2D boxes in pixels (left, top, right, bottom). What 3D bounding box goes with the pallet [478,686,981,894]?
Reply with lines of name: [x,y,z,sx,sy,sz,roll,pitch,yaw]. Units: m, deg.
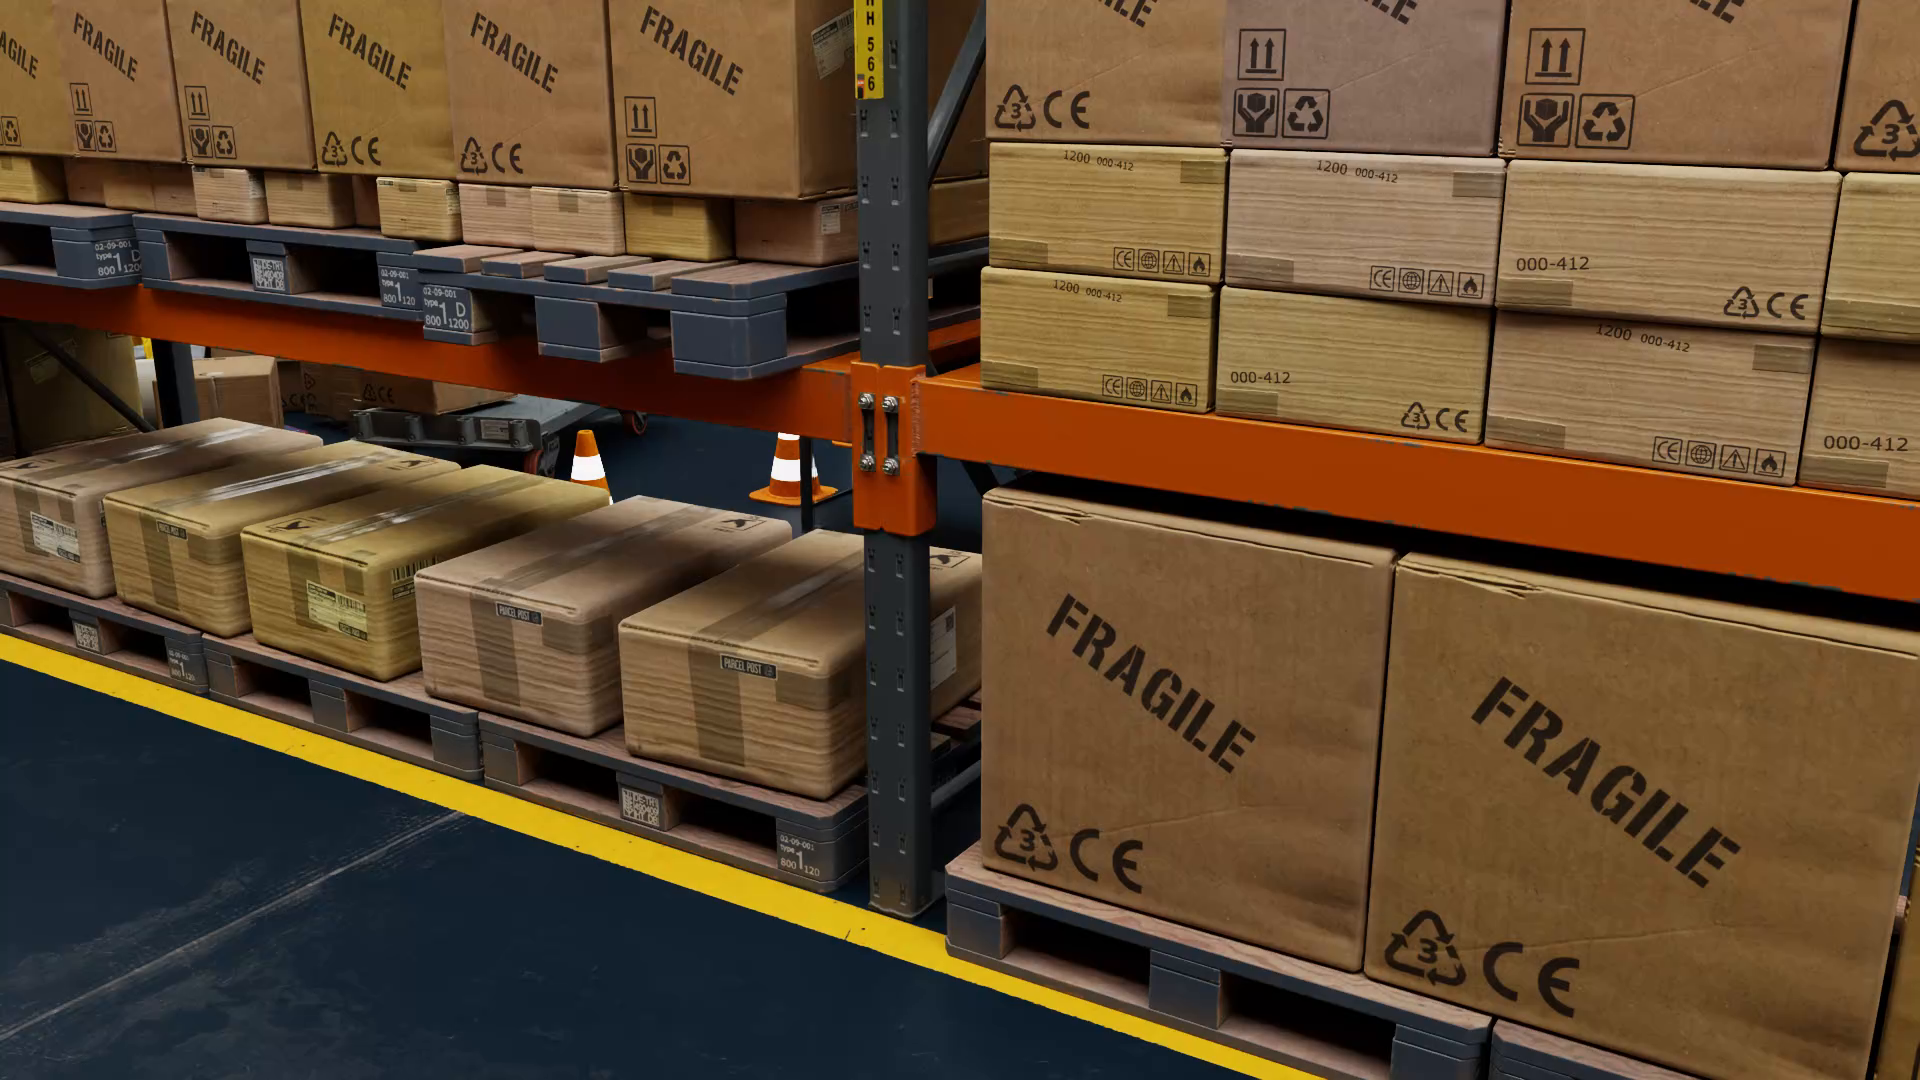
pallet: [-0.569,0.549,4.712,1.213,0.211,1.003,10,20,30]

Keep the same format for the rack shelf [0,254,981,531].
rack shelf: [-1.608,-0.626,5.020,4.000,0.370,1.077,10,20,30]

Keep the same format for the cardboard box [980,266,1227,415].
cardboard box: [0.381,-0.458,3.486,0.500,0.250,0.500,10,19,29]

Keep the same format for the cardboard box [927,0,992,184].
cardboard box: [-0.167,-1.183,4.209,0.500,0.500,0.500,9,19,29]

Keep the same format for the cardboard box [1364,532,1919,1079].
cardboard box: [1.399,0.412,3.298,0.875,0.875,0.875,10,20,31]

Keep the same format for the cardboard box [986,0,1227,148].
cardboard box: [0.388,-1.057,3.308,0.500,0.500,0.500,9,19,28]

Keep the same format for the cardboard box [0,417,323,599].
cardboard box: [-2.864,-0.139,5.977,0.625,0.372,0.950,10,20,31]

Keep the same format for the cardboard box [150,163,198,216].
cardboard box: [-2.110,-1.041,4.858,0.250,0.149,0.380,10,20,30]

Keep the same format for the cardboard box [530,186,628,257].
cardboard box: [-0.811,-0.789,4.027,0.250,0.149,0.380,10,20,30]

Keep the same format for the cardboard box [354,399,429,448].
cardboard box: [-2.884,-0.622,8.472,0.396,0.266,0.258,-2,17,-8]

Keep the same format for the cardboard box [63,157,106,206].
cardboard box: [-2.517,-1.129,5.146,0.250,0.149,0.380,12,20,34]

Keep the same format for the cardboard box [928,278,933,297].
cardboard box: [-0.232,-1.568,10.032,0.750,0.750,1.050,10,20,30]

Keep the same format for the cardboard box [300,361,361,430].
cardboard box: [-3.098,-0.973,8.986,0.503,0.637,0.797,10,20,30]

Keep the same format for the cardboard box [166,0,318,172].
cardboard box: [-1.779,-1.293,4.572,0.500,0.500,0.500,9,19,28]

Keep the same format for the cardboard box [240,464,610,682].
cardboard box: [-1.657,0.075,5.273,0.625,0.372,0.950,11,20,32]

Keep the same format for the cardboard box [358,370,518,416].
cardboard box: [-2.407,-0.886,7.637,0.500,0.500,0.500,10,20,30]

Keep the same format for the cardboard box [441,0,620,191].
cardboard box: [-0.883,-1.134,4.046,0.500,0.500,0.500,10,19,29]

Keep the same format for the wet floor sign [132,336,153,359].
wet floor sign: [-5.278,-1.512,10.749,0.232,0.644,0.267,7,18,21]

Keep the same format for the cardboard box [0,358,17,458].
cardboard box: [-3.957,-0.542,6.224,0.500,0.500,0.500,10,19,29]

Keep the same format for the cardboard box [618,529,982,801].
cardboard box: [-0.380,0.302,4.526,0.625,0.372,0.950,9,19,26]

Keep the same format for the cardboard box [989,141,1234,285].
cardboard box: [0.398,-0.696,3.408,0.500,0.250,0.500,10,20,30]

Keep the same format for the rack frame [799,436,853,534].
rack frame: [-0.523,-0.808,6.961,0.032,1.500,0.500,10,20,30]

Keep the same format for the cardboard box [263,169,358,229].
cardboard box: [-1.668,-0.955,4.573,0.250,0.149,0.380,9,19,28]

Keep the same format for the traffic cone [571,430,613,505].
traffic cone: [-1.523,-0.219,6.806,0.334,0.463,0.336,10,20,30]

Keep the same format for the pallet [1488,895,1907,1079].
pallet: [1.764,0.992,3.251,1.213,0.211,1.003,10,20,30]

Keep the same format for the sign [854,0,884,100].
sign: [-0.180,-1.047,3.310,0.005,0.325,0.100,10,20,30]

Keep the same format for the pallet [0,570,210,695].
pallet: [-2.649,0.178,5.934,1.213,0.211,1.003,10,20,30]

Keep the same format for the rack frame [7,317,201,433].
rack frame: [-3.313,-1.275,5.917,0.127,3.000,1.000,10,20,30]

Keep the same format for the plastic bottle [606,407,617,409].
plastic bottle: [-1.834,-0.778,9.338,0.283,0.061,0.133,0,17,1]

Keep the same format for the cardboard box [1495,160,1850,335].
cardboard box: [1.256,-0.538,2.889,0.500,0.250,0.500,10,20,30]

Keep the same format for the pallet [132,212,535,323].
pallet: [-1.612,-0.866,4.900,1.213,0.211,1.003,10,20,30]

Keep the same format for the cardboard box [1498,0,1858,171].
cardboard box: [1.249,-0.901,2.796,0.500,0.500,0.500,11,20,32]

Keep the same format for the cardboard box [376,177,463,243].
cardboard box: [-1.263,-0.867,4.286,0.250,0.149,0.380,11,20,31]

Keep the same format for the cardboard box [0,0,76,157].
cardboard box: [-2.636,-1.448,5.079,0.500,0.500,0.500,10,20,30]

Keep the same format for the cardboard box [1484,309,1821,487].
cardboard box: [1.272,-0.303,2.975,0.500,0.250,0.500,11,20,32]

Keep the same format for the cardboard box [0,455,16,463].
cardboard box: [-3.957,-0.183,6.332,0.500,0.250,0.500,11,20,33]

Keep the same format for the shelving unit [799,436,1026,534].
shelving unit: [-0.088,-0.732,6.710,1.048,1.500,0.538,10,20,30]

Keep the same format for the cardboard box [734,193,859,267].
cardboard box: [-0.307,-0.739,3.862,0.250,0.149,0.380,11,20,32]
